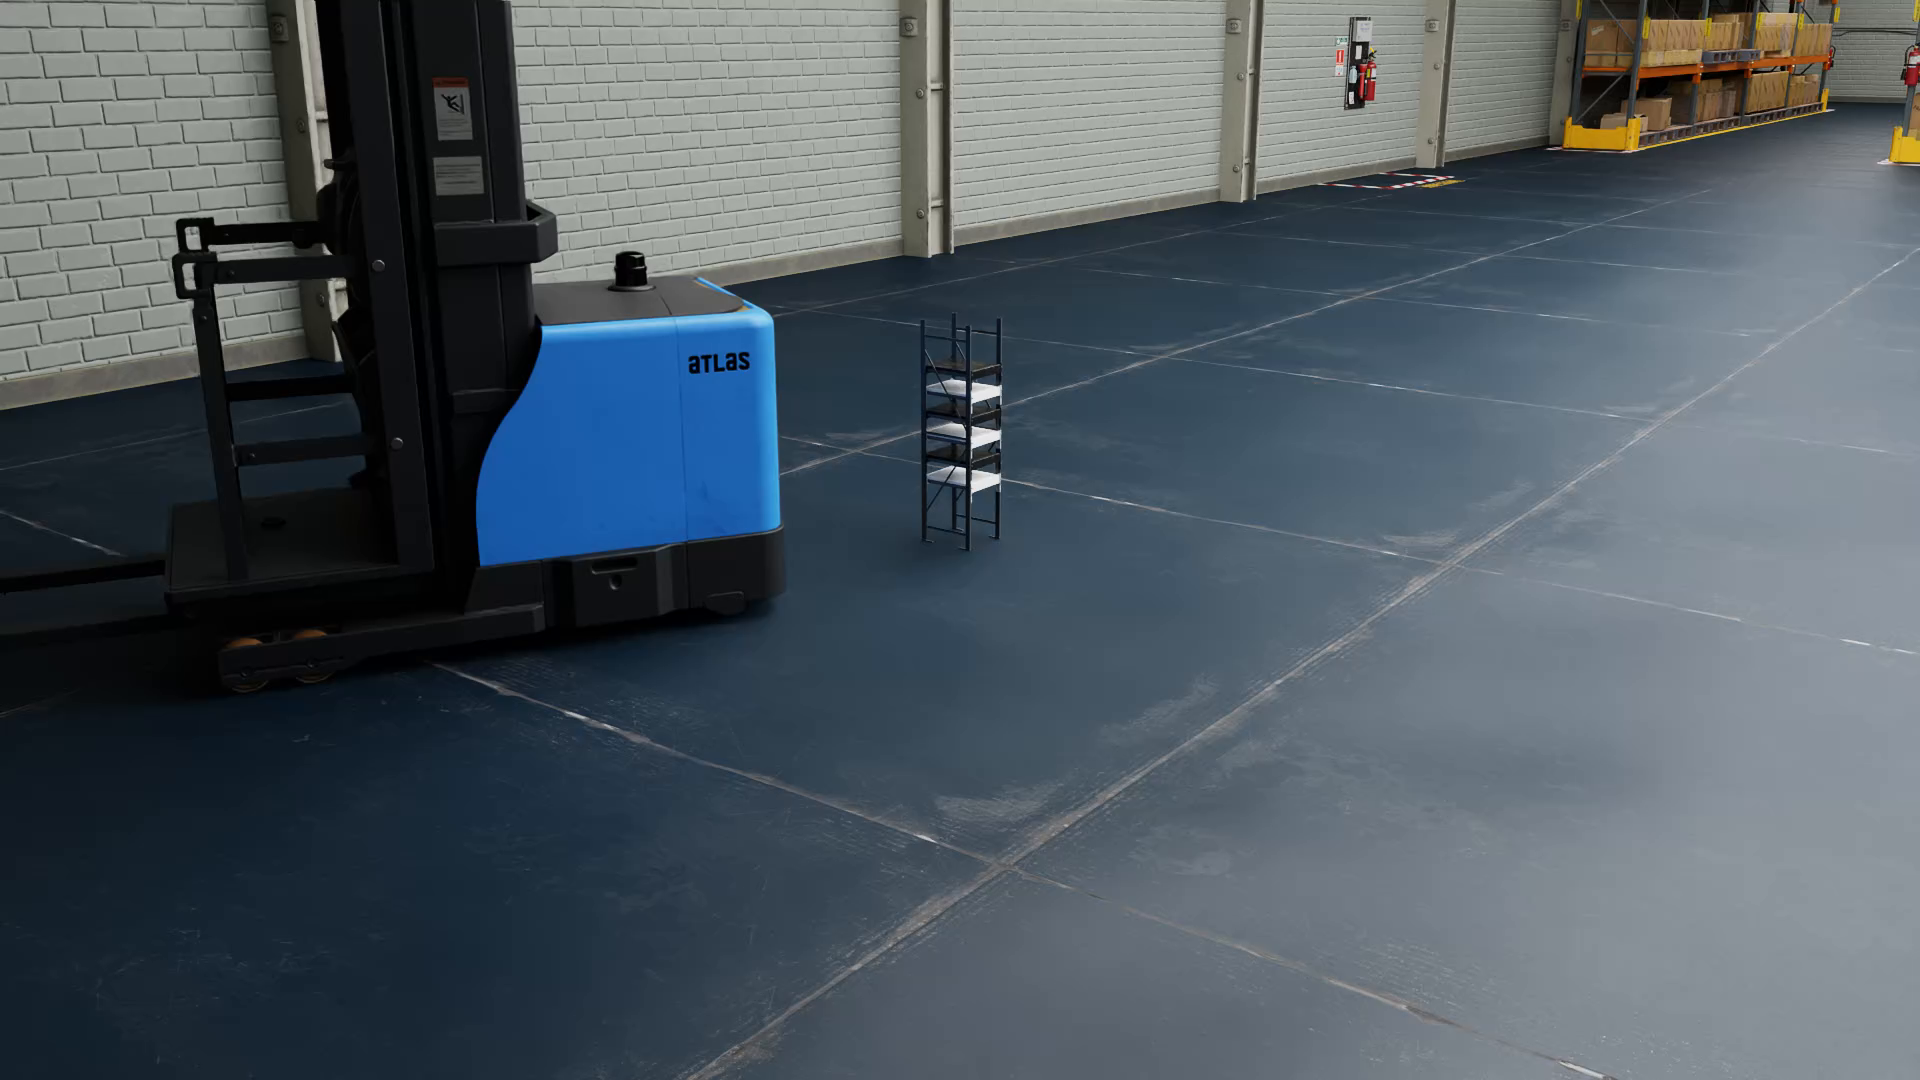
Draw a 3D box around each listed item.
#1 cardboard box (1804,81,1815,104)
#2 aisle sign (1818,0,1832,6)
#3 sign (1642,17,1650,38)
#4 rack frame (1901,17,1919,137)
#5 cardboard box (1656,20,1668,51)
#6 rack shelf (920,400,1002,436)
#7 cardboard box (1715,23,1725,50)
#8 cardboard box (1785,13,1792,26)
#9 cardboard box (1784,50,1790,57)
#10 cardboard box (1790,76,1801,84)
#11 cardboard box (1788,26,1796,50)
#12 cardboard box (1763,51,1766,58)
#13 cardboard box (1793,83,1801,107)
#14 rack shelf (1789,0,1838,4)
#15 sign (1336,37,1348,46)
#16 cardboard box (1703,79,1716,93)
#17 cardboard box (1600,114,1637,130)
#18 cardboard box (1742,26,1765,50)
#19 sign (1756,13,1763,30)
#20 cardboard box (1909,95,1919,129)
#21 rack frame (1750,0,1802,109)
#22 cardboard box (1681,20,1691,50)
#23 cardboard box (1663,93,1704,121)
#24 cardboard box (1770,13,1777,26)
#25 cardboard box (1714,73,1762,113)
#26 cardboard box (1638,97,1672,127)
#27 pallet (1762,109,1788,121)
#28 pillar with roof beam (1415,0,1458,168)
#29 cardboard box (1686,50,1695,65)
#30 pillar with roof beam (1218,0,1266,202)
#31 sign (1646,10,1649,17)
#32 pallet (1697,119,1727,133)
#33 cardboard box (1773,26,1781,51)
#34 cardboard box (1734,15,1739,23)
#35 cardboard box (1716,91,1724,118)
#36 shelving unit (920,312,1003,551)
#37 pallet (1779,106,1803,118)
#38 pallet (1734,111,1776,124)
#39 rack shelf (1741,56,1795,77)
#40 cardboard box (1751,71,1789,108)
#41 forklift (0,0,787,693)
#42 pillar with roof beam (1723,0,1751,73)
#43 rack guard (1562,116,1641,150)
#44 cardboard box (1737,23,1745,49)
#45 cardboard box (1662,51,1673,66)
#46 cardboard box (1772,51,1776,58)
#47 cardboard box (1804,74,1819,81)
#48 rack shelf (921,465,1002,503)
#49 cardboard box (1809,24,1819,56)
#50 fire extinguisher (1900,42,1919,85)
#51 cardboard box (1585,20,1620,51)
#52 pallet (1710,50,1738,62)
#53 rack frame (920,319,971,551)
[{"bbox_3d":[19.609,-10.516,39.058,0.700,0.500,0.500,12,21,35],"label":"cardboard box"},{"bbox_3d":[20.527,-13.019,39.226,0.394,0.787,0.004,12,21,35],"label":"aisle sign"},{"bbox_3d":[11.146,-8.320,27.018,0.100,0.325,0.005,12,21,35],"label":"sign"},{"bbox_3d":[14.691,-7.128,24.639,1.000,3.000,0.127,12,21,35],"label":"rack frame"},{"bbox_3d":[11.538,-8.475,27.932,0.500,0.500,0.500,12,21,35],"label":"cardboard box"},{"bbox_3d":[0.005,-0.486,6.600,0.258,0.077,0.200,12,21,35],"label":"rack shelf"},{"bbox_3d":[14.130,-9.622,31.761,0.700,0.500,0.500,16,24,42],"label":"cardboard box"},{"bbox_3d":[17.475,-11.141,35.595,0.500,0.250,0.500,13,21,36],"label":"cardboard box"},{"bbox_3d":[17.755,-10.555,36.066,0.380,0.149,0.250,13,21,36],"label":"cardboard box"},{"bbox_3d":[18.739,-10.386,37.545,0.380,0.149,0.250,13,22,37],"label":"cardboard box"},{"bbox_3d":[17.787,-10.905,36.099,0.500,0.500,0.500,12,21,34],"label":"cardboard box"},{"bbox_3d":[16.603,-10.146,34.749,0.380,0.149,0.250,13,21,36],"label":"cardboard box"},{"bbox_3d":[18.690,-10.146,37.866,0.700,0.500,0.500,12,21,34],"label":"cardboard box"},{"bbox_3d":[19.052,-12.426,37.855,1.077,0.370,4.000,12,21,35],"label":"rack shelf"},{"bbox_3d":[4.952,-6.467,21.558,0.001,0.109,0.331,12,21,35],"label":"sign"},{"bbox_3d":[14.397,-8.854,32.404,0.500,0.250,0.500,12,21,34],"label":"cardboard box"},{"bbox_3d":[11.195,-7.077,28.268,0.500,0.311,0.500,10,20,29],"label":"cardboard box"},{"bbox_3d":[15.972,-10.178,33.756,0.500,0.500,0.500,13,22,36],"label":"cardboard box"},{"bbox_3d":[15.918,-10.329,33.129,0.100,0.325,0.005,12,21,35],"label":"sign"},{"bbox_3d":[14.771,-6.554,25.454,0.500,0.500,0.500,12,21,35],"label":"cardboard box"},{"bbox_3d":[17.860,-10.861,36.659,1.000,3.000,0.127,12,21,35],"label":"rack frame"},{"bbox_3d":[12.459,-8.846,29.126,0.500,0.500,0.500,12,21,33],"label":"cardboard box"},{"bbox_3d":[13.786,-8.282,31.827,0.700,0.500,0.500,12,21,34],"label":"cardboard box"},{"bbox_3d":[16.569,-10.776,34.418,0.500,0.250,0.500,13,21,35],"label":"cardboard box"},{"bbox_3d":[16.020,-9.234,34.337,0.750,0.750,0.750,12,21,34],"label":"cardboard box"},{"bbox_3d":[12.507,-7.717,30.010,0.500,0.500,0.500,11,20,31],"label":"cardboard box"},{"bbox_3d":[17.461,-9.332,36.438,1.003,0.211,1.213,12,21,35],"label":"pallet"},{"bbox_3d":[10.315,-8.997,20.543,9.100,9.000,0.400,12,21,35],"label":"pillar with roof beam"},{"bbox_3d":[12.751,-8.609,29.629,0.500,0.250,0.500,13,21,35],"label":"cardboard box"},{"bbox_3d":[6.740,-7.568,15.941,9.100,9.000,0.400,12,21,35],"label":"pillar with roof beam"},{"bbox_3d":[12.646,-9.605,30.664,0.100,0.325,0.005,12,21,35],"label":"sign"},{"bbox_3d":[14.283,-8.101,32.474,1.003,0.211,1.213,12,21,35],"label":"pallet"},{"bbox_3d":[16.892,-10.544,34.936,0.500,0.500,0.500,13,22,36],"label":"cardboard box"},{"bbox_3d":[15.295,-10.388,33.133,0.380,0.149,0.250,9,20,28],"label":"cardboard box"},{"bbox_3d":[14.689,-8.641,32.986,0.700,0.500,0.500,12,21,35],"label":"cardboard box"},{"bbox_3d":[0.005,-0.432,6.617,0.258,0.900,0.210,12,21,35],"label":"shelving unit"},{"bbox_3d":[18.376,-9.696,37.611,1.003,0.211,1.213,12,21,35],"label":"pallet"},{"bbox_3d":[16.734,-9.040,35.498,1.003,0.211,1.213,12,21,35],"label":"pallet"},{"bbox_3d":[16.668,-10.041,35.232,1.077,0.370,4.000,12,21,35],"label":"rack shelf"},{"bbox_3d":[17.577,-9.857,36.343,0.750,0.750,0.750,13,21,35],"label":"cardboard box"},{"bbox_3d":[-2.183,-1.100,5.345,3.031,2.935,1.130,-7,19,-23],"label":"forklift"},{"bbox_3d":[21.040,-13.284,34.349,9.100,9.000,0.400,12,21,35],"label":"pillar with roof beam"},{"bbox_3d":[10.755,-6.827,27.884,1.175,0.500,0.348,12,21,35],"label":"rack guard"},{"bbox_3d":[15.205,-10.052,33.145,0.700,0.500,0.500,10,20,28],"label":"cardboard box"},{"bbox_3d":[11.862,-8.247,28.462,0.500,0.250,0.500,12,21,34],"label":"cardboard box"},{"bbox_3d":[17.094,-10.325,35.323,0.380,0.149,0.250,12,21,33],"label":"cardboard box"},{"bbox_3d":[19.977,-10.883,39.143,0.380,0.149,0.250,12,21,34],"label":"cardboard box"},{"bbox_3d":[0.005,-0.228,6.680,0.258,0.077,0.200,12,21,35],"label":"rack shelf"},{"bbox_3d":[19.061,-11.478,38.142,0.980,0.700,0.700,11,20,32],"label":"cardboard box"},{"bbox_3d":[14.247,-7.145,24.824,0.296,0.674,0.183,12,21,35],"label":"fire extinguisher"},{"bbox_3d":[10.820,-8.448,27.846,0.500,0.500,0.500,12,21,34],"label":"cardboard box"},{"bbox_3d":[14.330,-9.338,32.078,1.003,0.211,1.213,12,21,35],"label":"pallet"},{"bbox_3d":[-0.056,-0.407,6.539,0.240,0.900,0.006,12,21,35],"label":"rack frame"}]
